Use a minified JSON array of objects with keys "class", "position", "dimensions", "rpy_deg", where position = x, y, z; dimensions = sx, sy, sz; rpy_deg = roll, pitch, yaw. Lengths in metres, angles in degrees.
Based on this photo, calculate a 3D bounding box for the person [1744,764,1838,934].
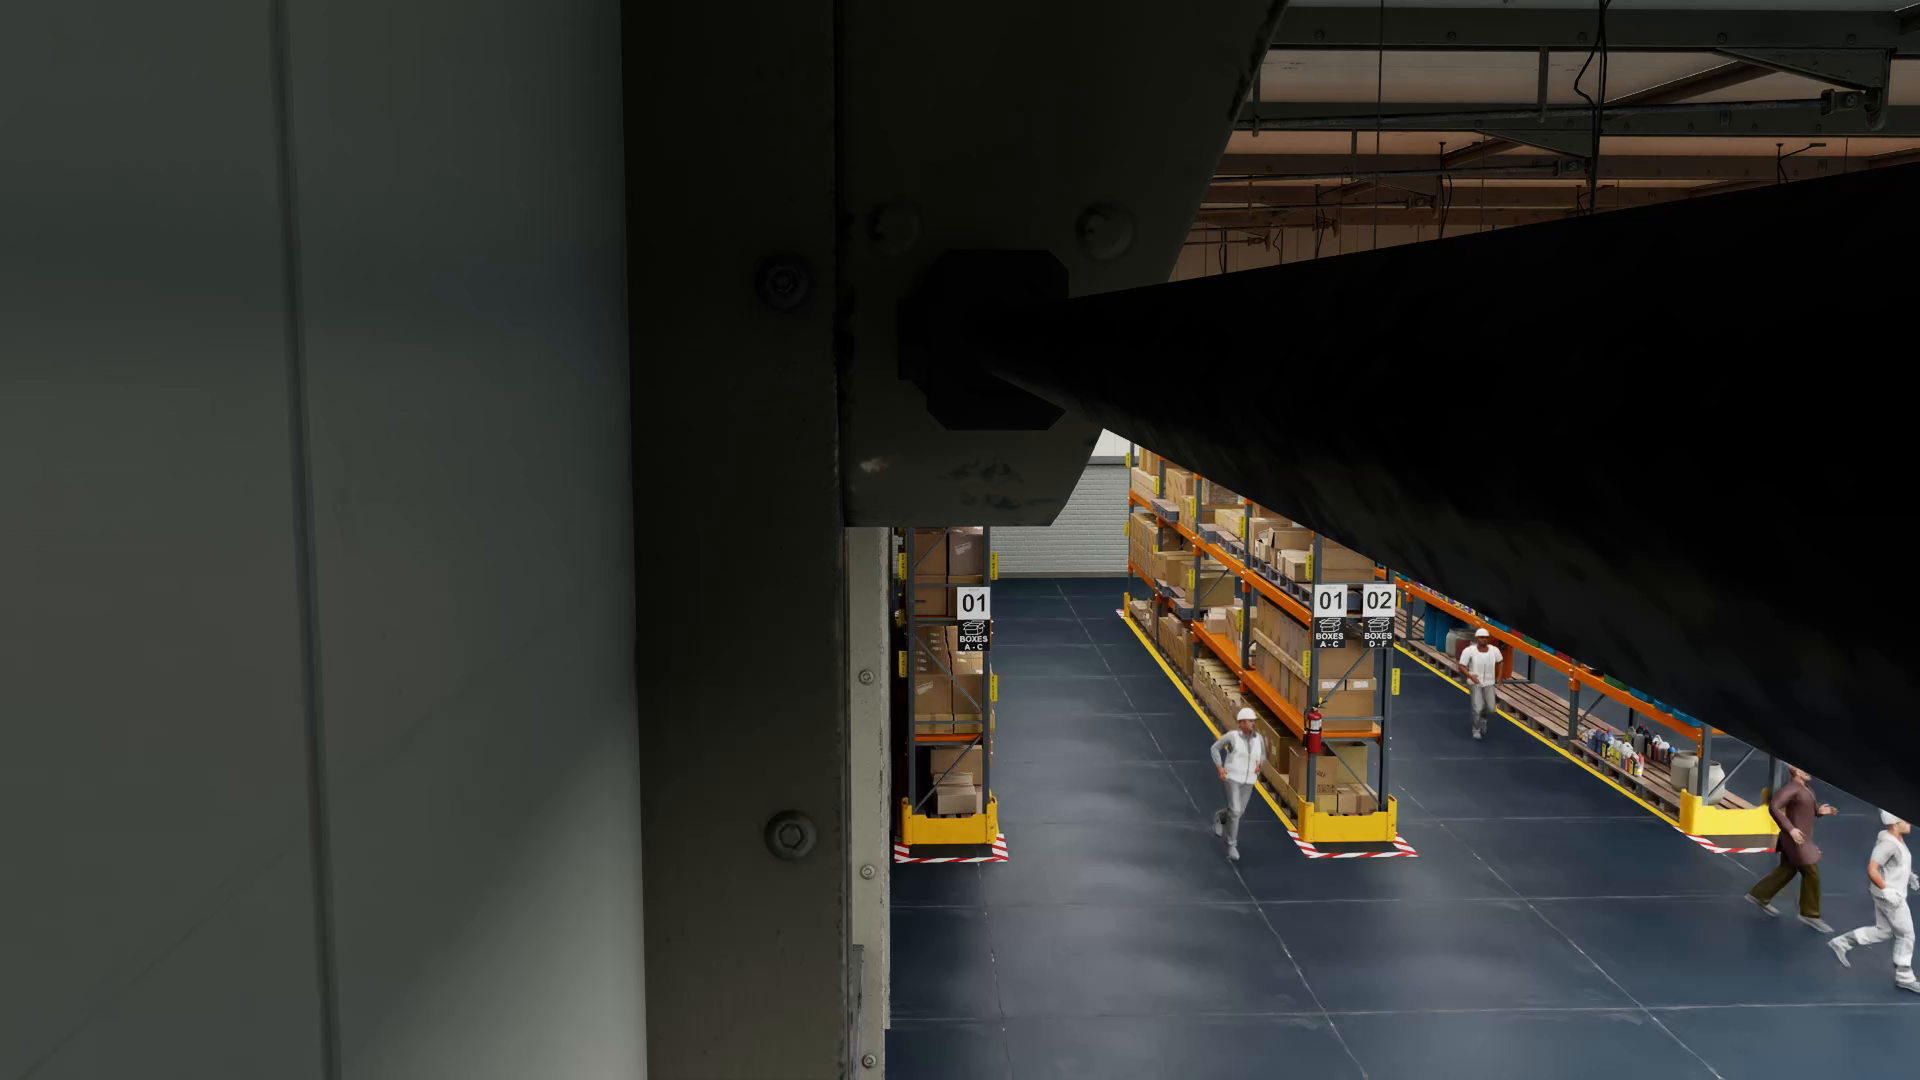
[{"class":"person","position":[8.824,3.198,17.606],"dimensions":[0.876,1.824,0.694],"rpy_deg":[4,8,27]}]

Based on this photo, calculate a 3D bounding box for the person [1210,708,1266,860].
[{"class":"person","position":[3.401,2.895,20.210],"dimensions":[0.695,1.741,0.872],"rpy_deg":[-3,8,-19]}]

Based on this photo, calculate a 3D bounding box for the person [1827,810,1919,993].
[{"class":"person","position":[8.889,3.419,15.999],"dimensions":[0.906,1.779,0.669],"rpy_deg":[3,8,25]}]

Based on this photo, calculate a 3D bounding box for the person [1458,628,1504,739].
[{"class":"person","position":[8.024,2.205,25.535],"dimensions":[0.731,1.718,0.597],"rpy_deg":[0,7,-1]}]
